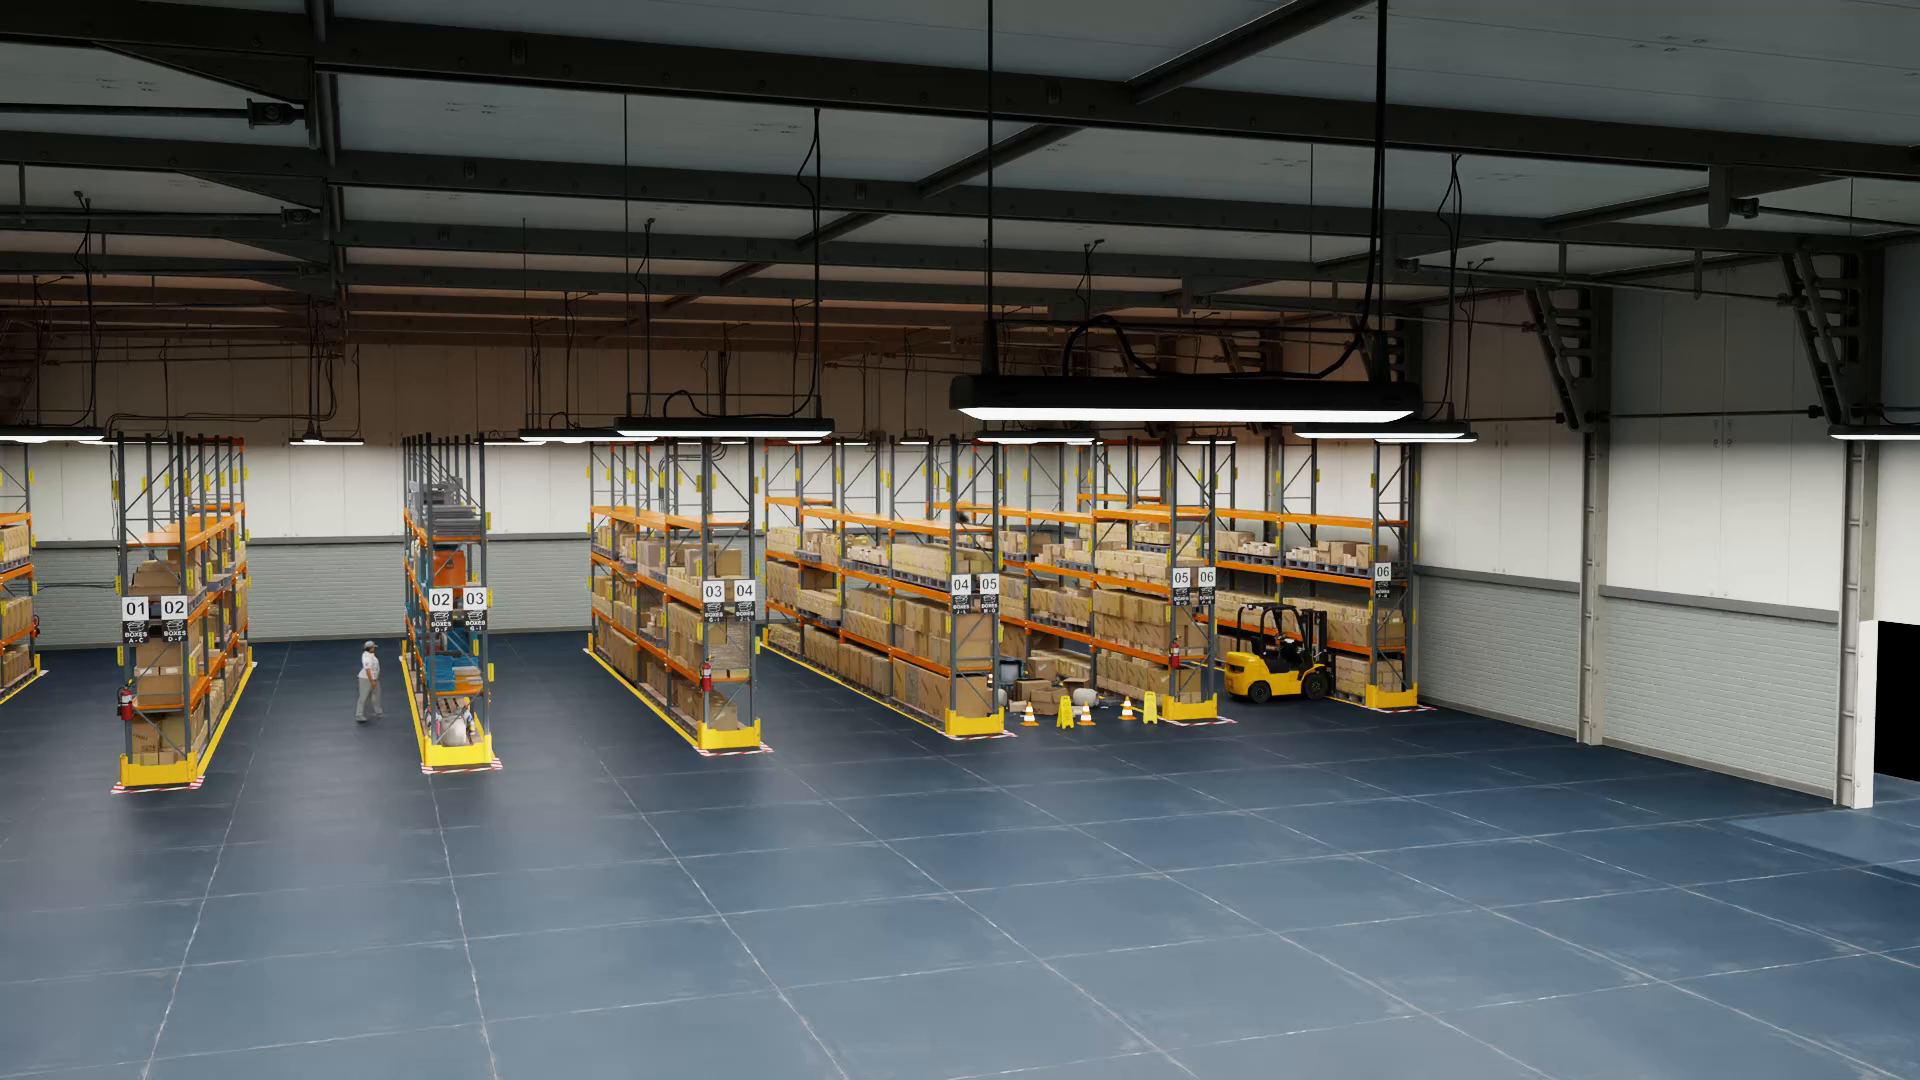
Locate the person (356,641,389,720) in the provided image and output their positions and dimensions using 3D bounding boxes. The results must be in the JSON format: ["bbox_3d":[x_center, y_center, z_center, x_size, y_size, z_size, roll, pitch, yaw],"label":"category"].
[{"bbox_3d":[-12.438,2.964,35.098,0.517,1.693,0.677,0,3,3],"label":"person"}]

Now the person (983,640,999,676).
[{"bbox_3d":[0.650,2.543,41.455,0.567,1.799,0.689,-2,4,-31],"label":"person"}]
